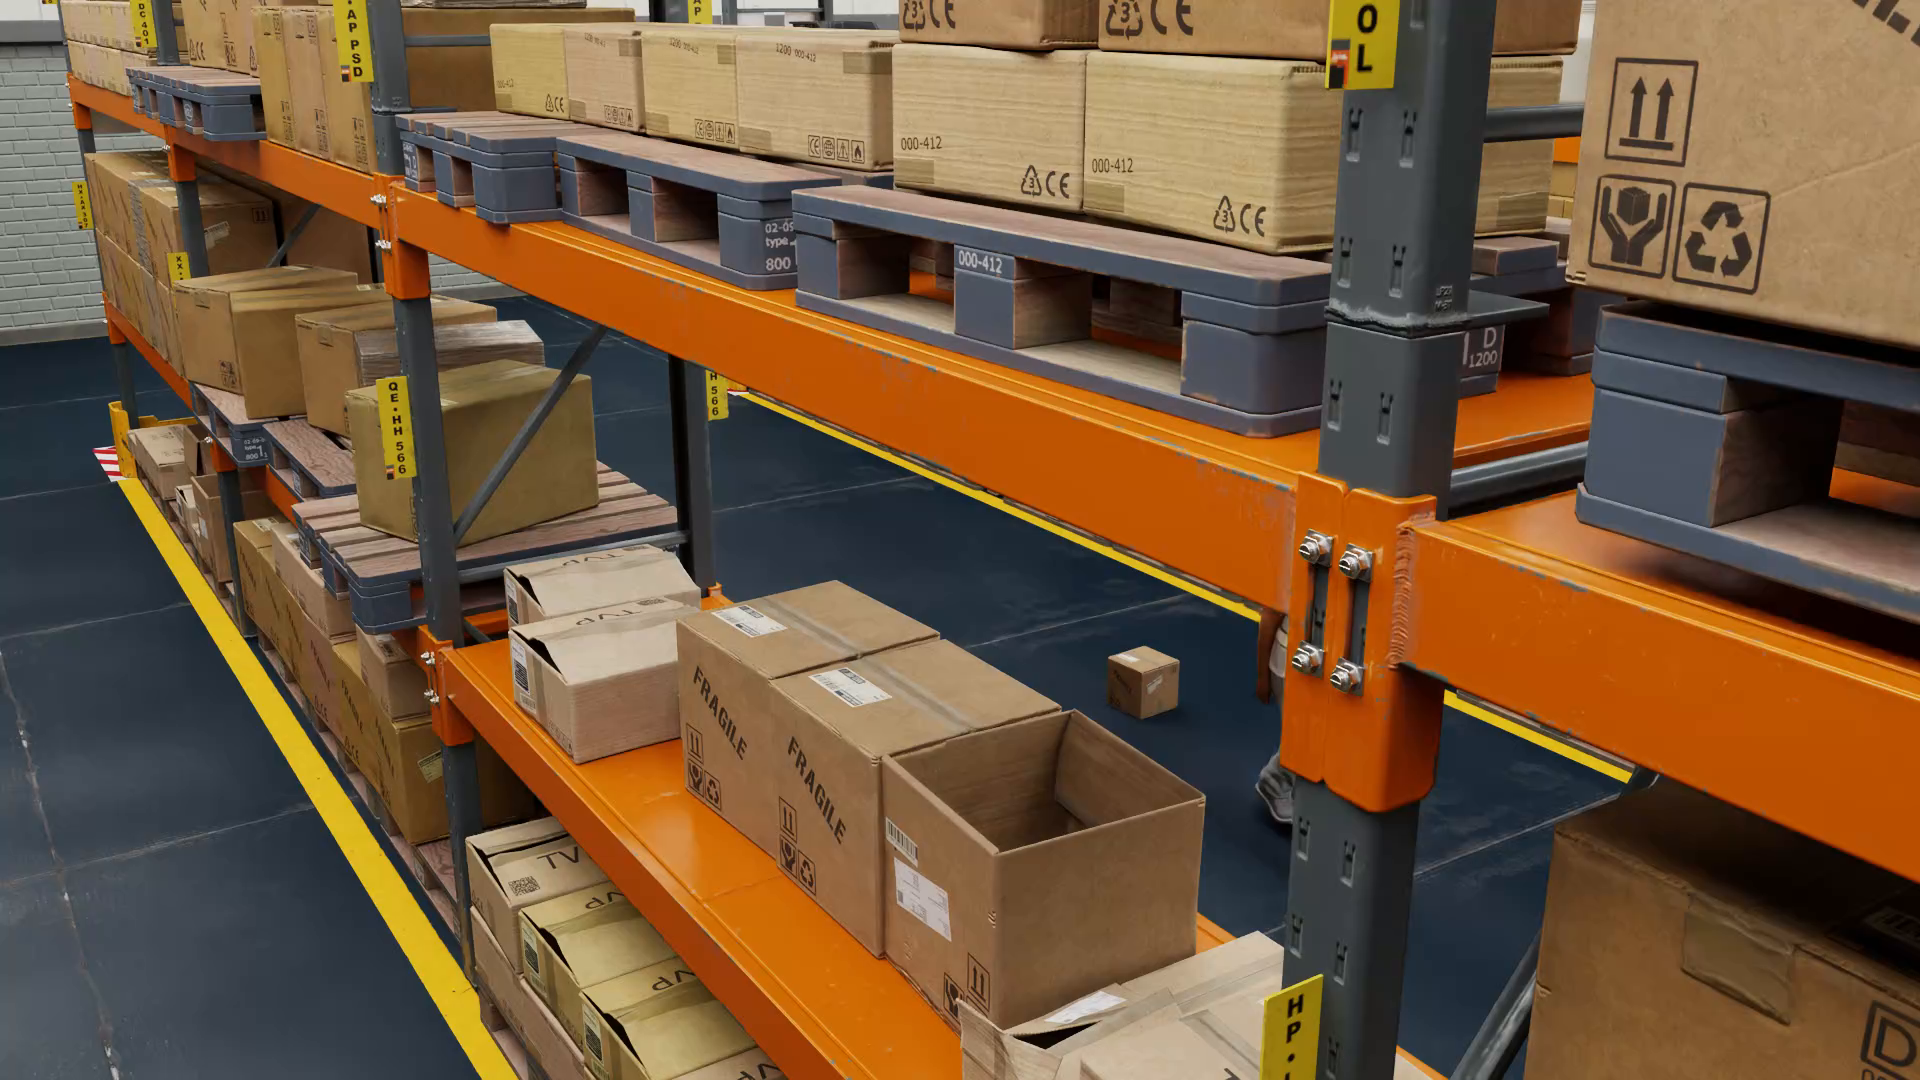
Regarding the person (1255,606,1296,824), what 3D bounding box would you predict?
[{"bbox_3d":[1.443,0.522,6.460,0.481,1.607,1.000,-9,20,-25],"label":"person"}]
